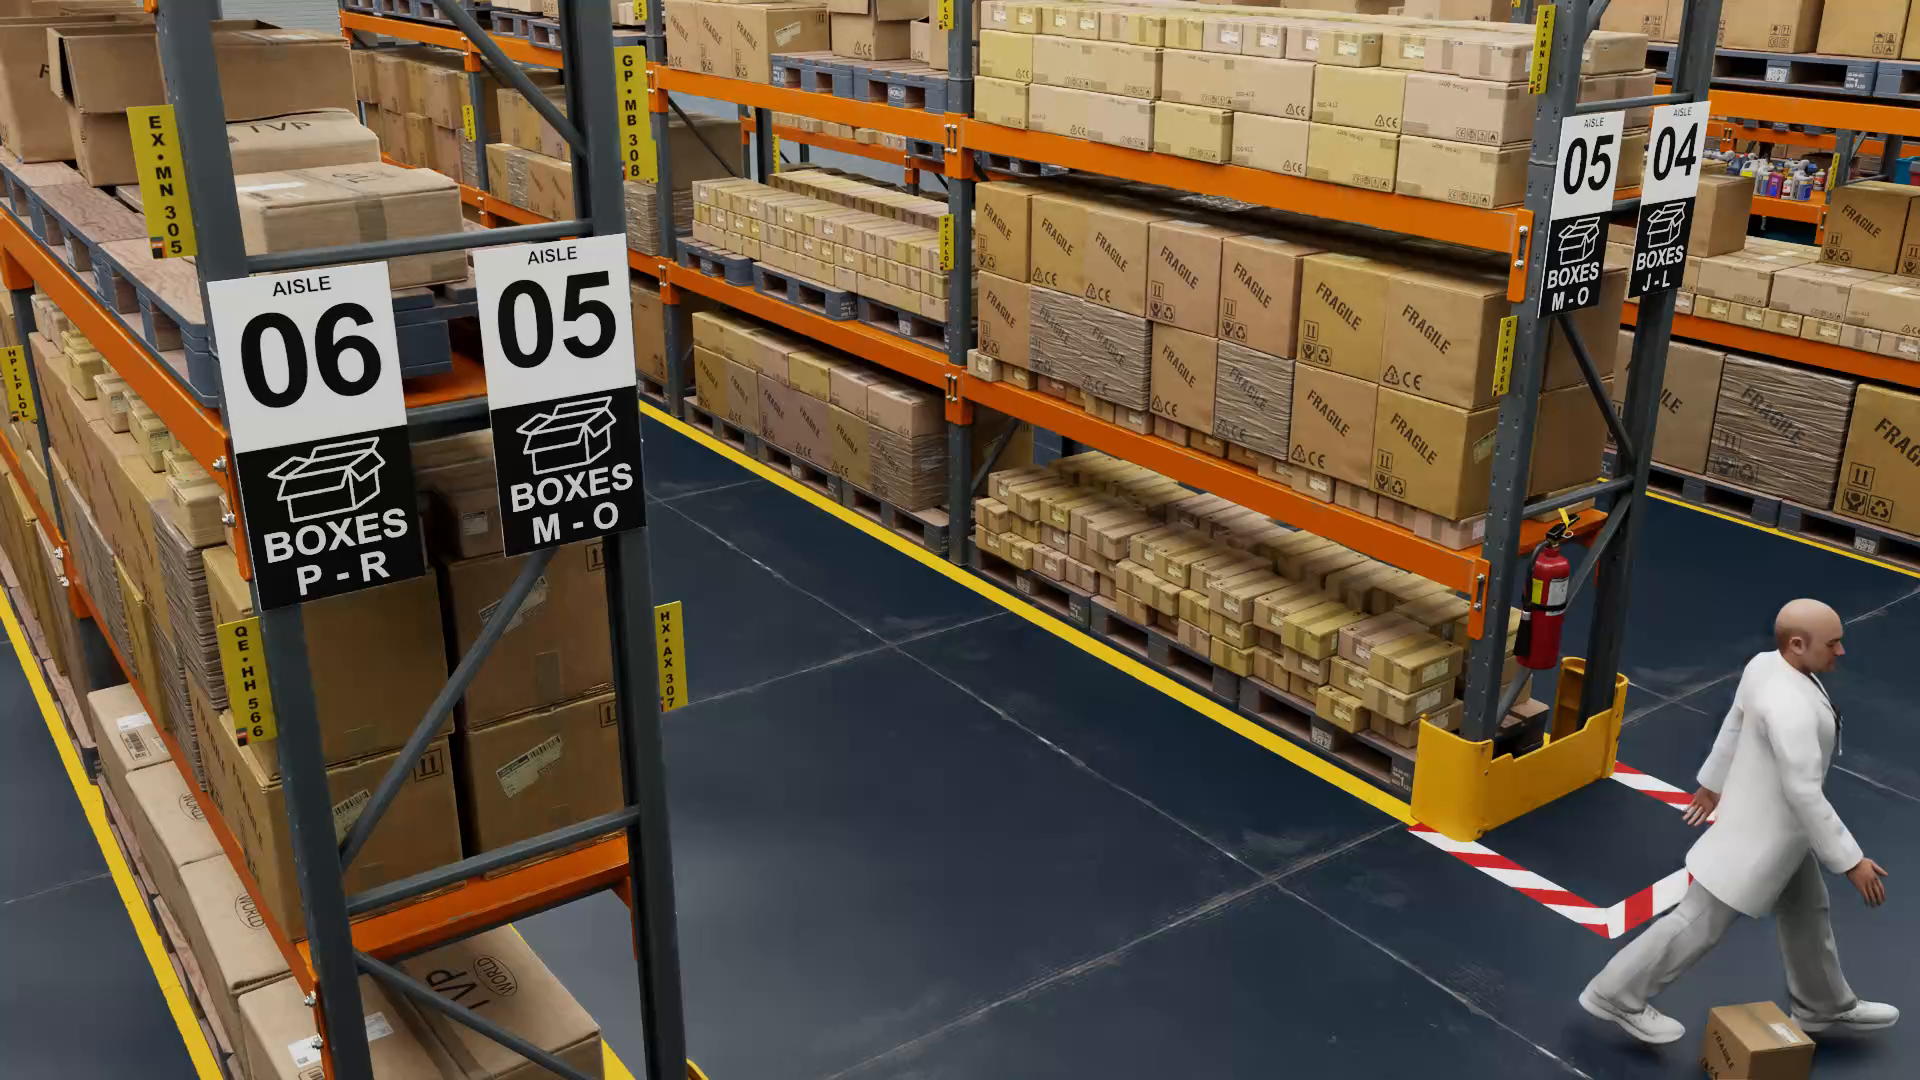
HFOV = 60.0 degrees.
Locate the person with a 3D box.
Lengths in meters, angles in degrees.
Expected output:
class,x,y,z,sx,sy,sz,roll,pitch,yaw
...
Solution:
class,x,y,z,sx,sy,sz,roll,pitch,yaw
person,2.903,1.028,5.928,1.133,1.729,0.696,7,22,16
